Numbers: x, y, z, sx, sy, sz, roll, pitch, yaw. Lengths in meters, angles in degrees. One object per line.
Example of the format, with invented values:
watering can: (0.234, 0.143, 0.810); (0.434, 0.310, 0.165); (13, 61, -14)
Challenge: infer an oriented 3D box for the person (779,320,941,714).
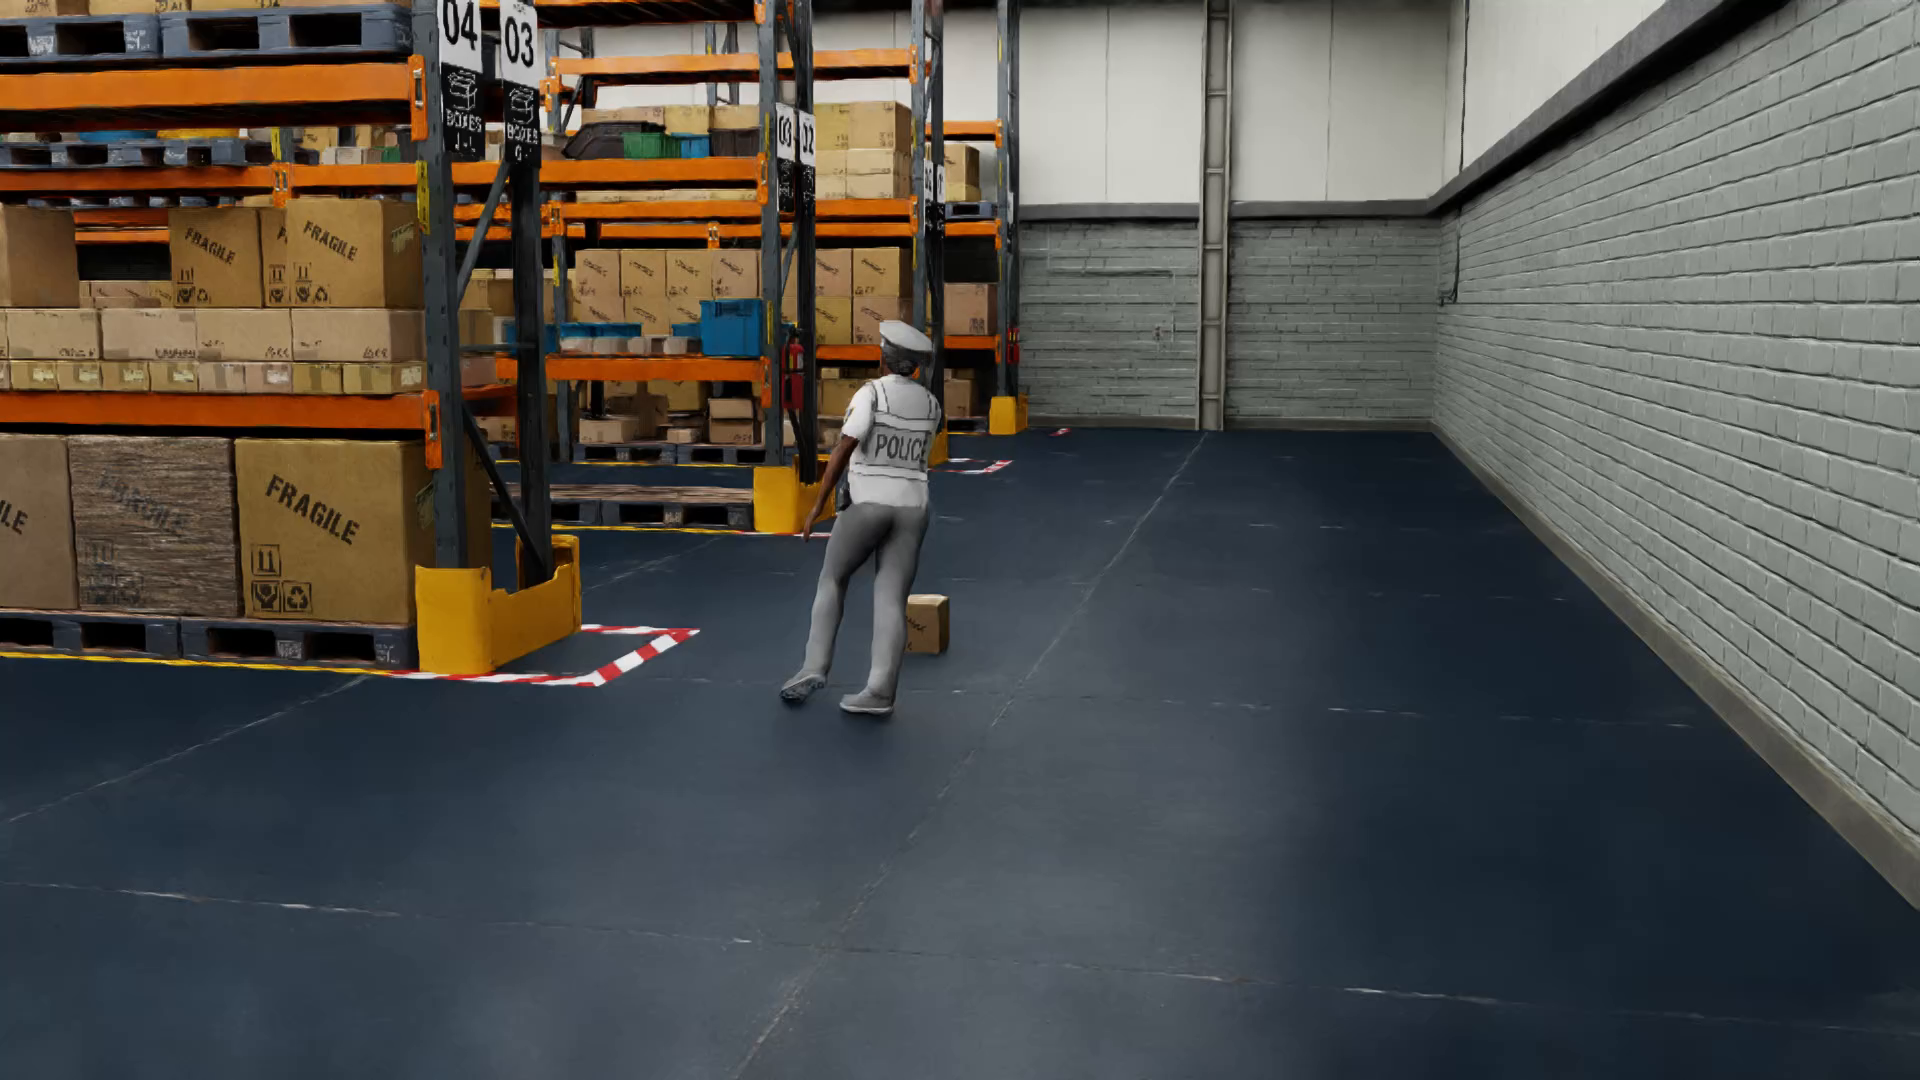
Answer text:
person: (-0.377, -0.098, 7.087); (0.665, 1.659, 0.608); (-4, 9, -29)
